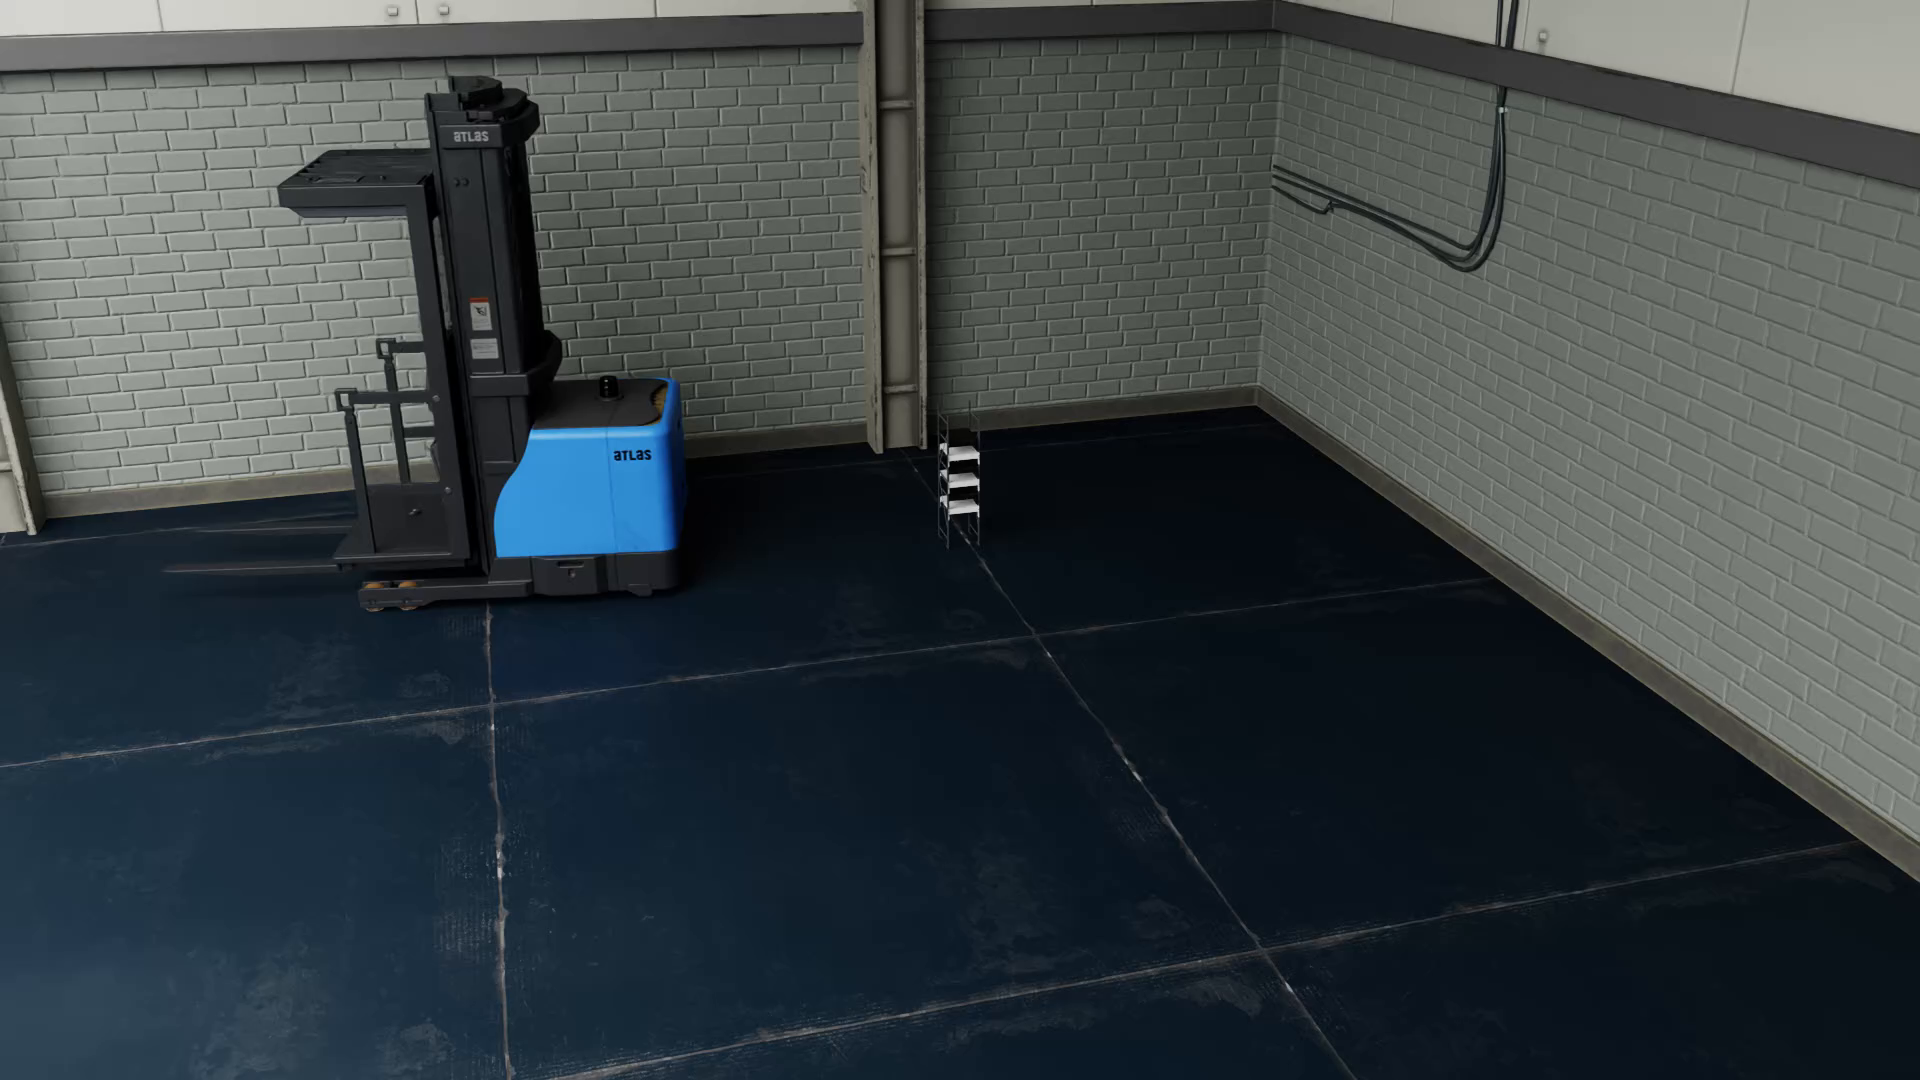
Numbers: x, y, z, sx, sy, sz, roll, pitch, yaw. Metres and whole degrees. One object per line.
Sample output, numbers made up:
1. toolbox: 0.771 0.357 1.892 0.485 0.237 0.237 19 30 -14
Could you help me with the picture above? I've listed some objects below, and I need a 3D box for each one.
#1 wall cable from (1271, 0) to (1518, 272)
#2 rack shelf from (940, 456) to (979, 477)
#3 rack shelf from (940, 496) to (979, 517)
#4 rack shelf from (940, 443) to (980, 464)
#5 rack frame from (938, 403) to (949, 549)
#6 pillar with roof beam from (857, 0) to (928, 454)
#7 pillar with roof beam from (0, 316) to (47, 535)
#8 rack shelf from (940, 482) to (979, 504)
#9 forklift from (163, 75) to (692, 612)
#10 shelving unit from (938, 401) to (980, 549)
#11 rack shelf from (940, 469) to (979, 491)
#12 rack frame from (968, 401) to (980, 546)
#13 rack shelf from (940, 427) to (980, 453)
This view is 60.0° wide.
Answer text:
1. wall cable: 2.725 -3.234 10.814 0.112 2.526 3.097 -6 24 -14
2. rack shelf: -0.008 -0.465 10.548 0.200 0.077 0.258 -6 24 -14
3. rack shelf: -0.008 -0.217 10.655 0.200 0.077 0.258 -6 24 -14
4. rack shelf: -0.008 -0.547 10.513 0.200 0.077 0.258 -6 24 -14
5. rack frame: -0.106 -0.402 10.545 0.006 0.900 0.240 -6 24 -14
6. pillar with roof beam: 0.695 -3.215 6.831 0.400 9.000 9.100 -6 24 -14
7. pillar with roof beam: -5.082 -2.576 5.342 0.400 9.000 9.100 -6 24 -14
8. rack shelf: -0.008 -0.299 10.619 0.200 0.077 0.258 -6 24 -14
9. forklift: -3.205 -1.144 9.700 3.031 2.935 1.130 -2 23 -5
10. shelving unit: -0.008 -0.413 10.571 0.210 0.900 0.258 -6 24 -14
11. rack shelf: -0.008 -0.382 10.584 0.200 0.077 0.258 -6 24 -14
12. rack frame: 0.090 -0.424 10.596 0.006 0.900 0.240 -6 24 -14
13. rack shelf: -0.008 -0.630 10.477 0.200 0.077 0.258 -6 24 -14
